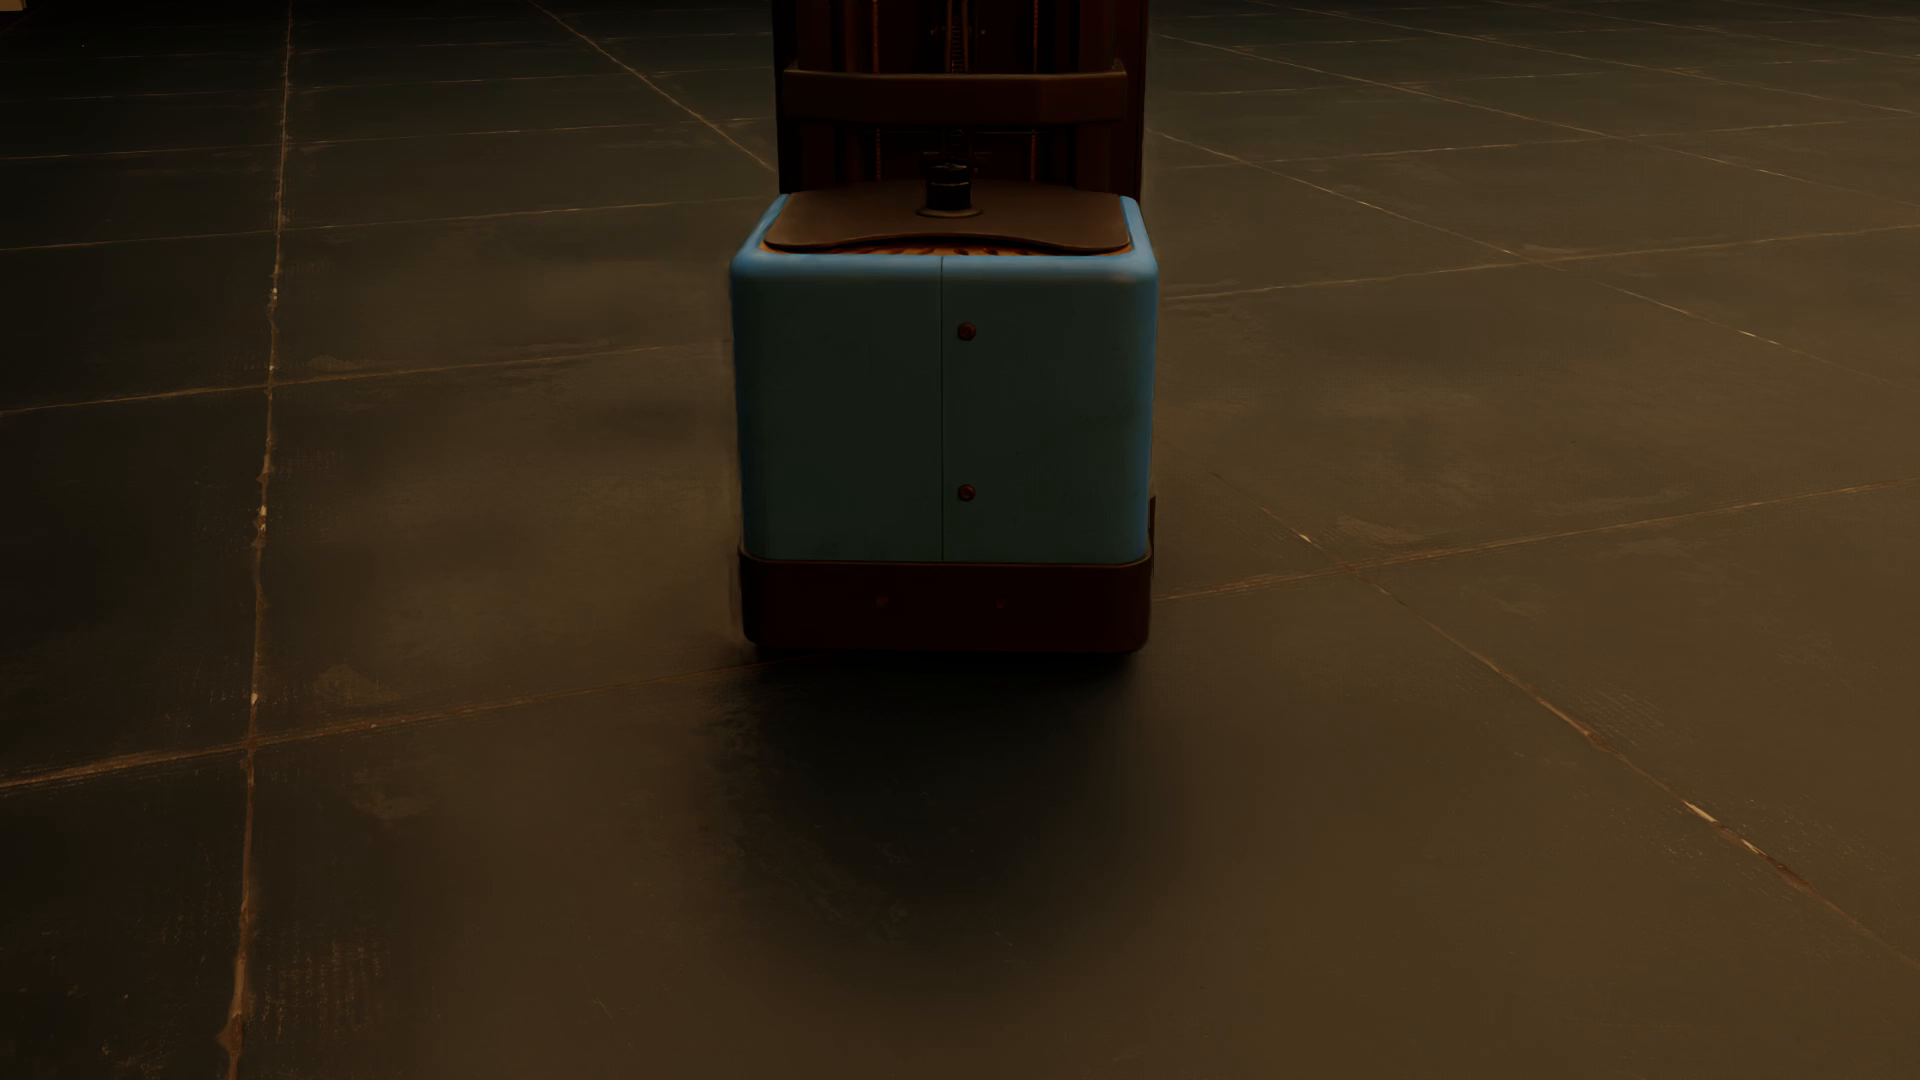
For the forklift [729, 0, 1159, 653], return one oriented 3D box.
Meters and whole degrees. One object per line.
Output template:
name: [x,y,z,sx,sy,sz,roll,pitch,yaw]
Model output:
forklift: [0.008,-1.590,5.078,1.130,2.935,3.031,1,23,2]
